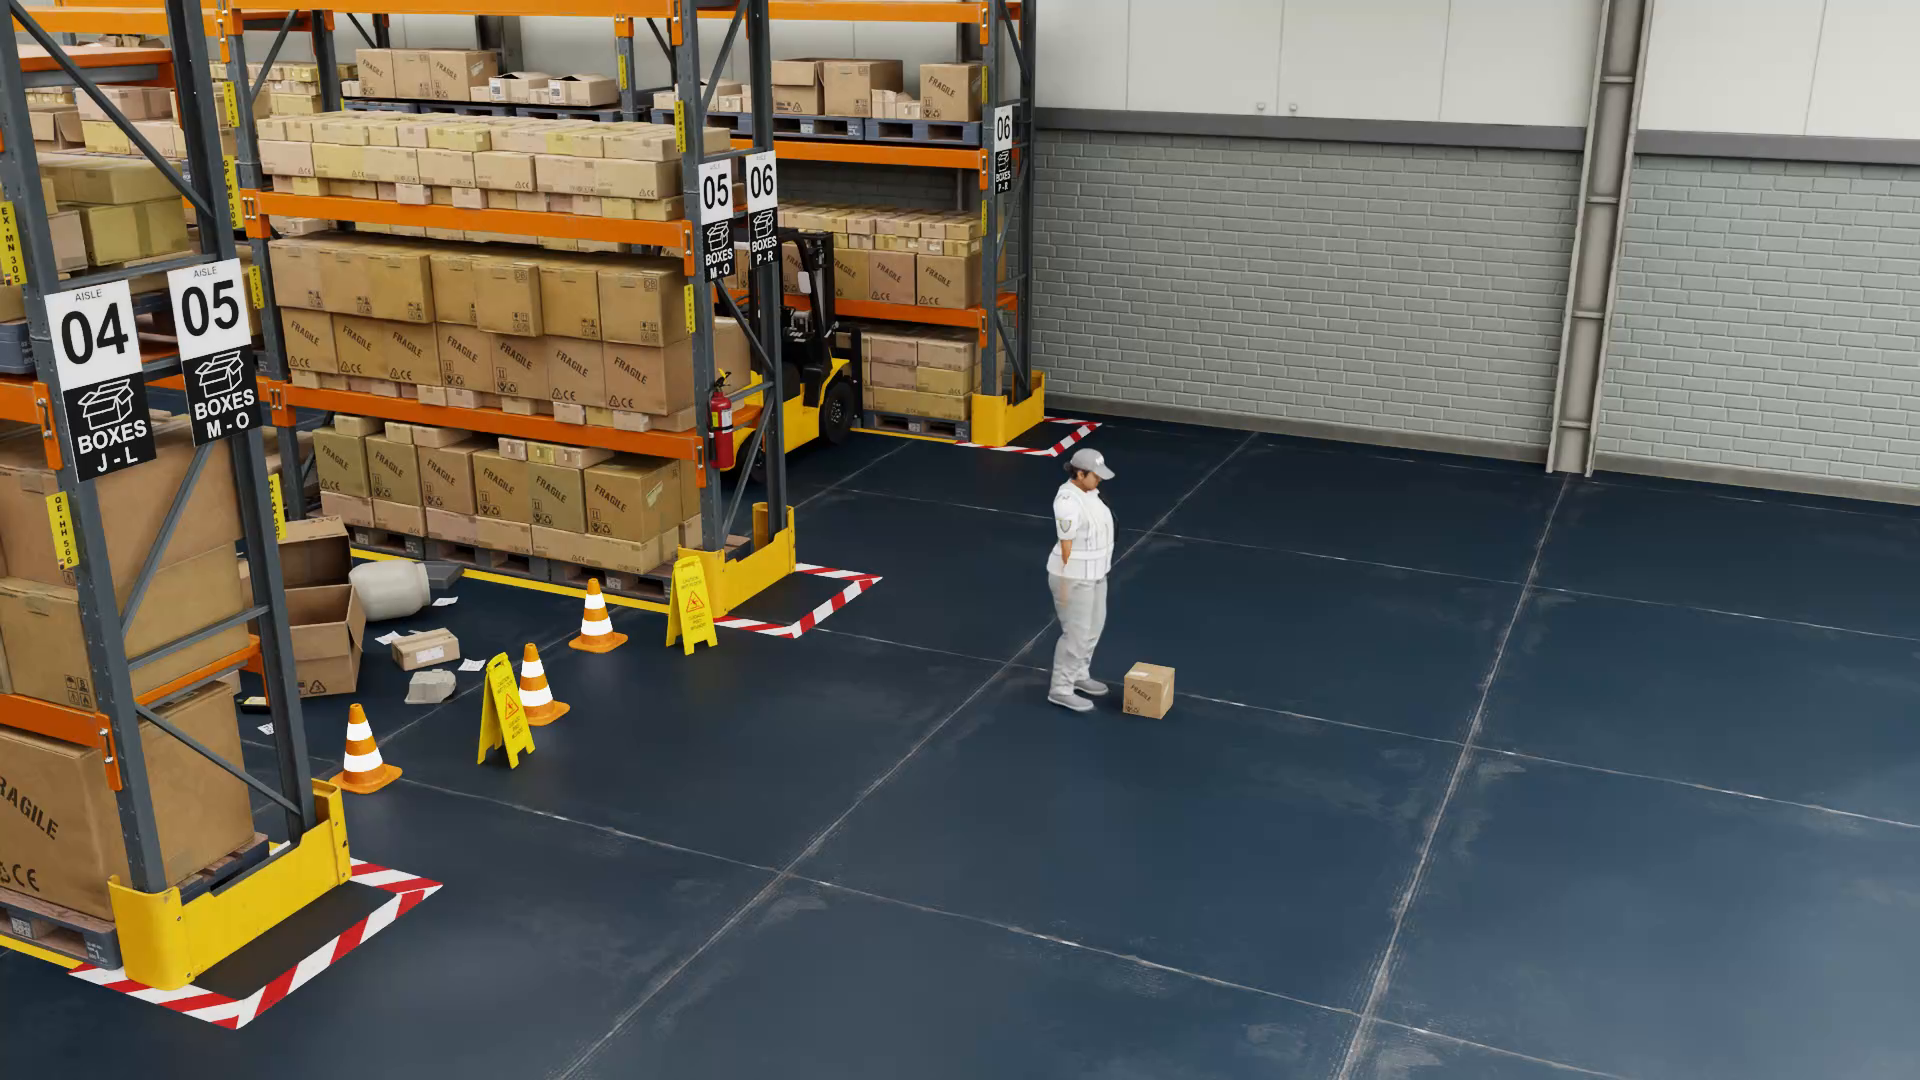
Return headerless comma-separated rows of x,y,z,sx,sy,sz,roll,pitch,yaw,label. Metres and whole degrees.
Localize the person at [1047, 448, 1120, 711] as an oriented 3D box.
0.765,0.222,10.449,0.389,1.655,0.473,9,21,24,person
